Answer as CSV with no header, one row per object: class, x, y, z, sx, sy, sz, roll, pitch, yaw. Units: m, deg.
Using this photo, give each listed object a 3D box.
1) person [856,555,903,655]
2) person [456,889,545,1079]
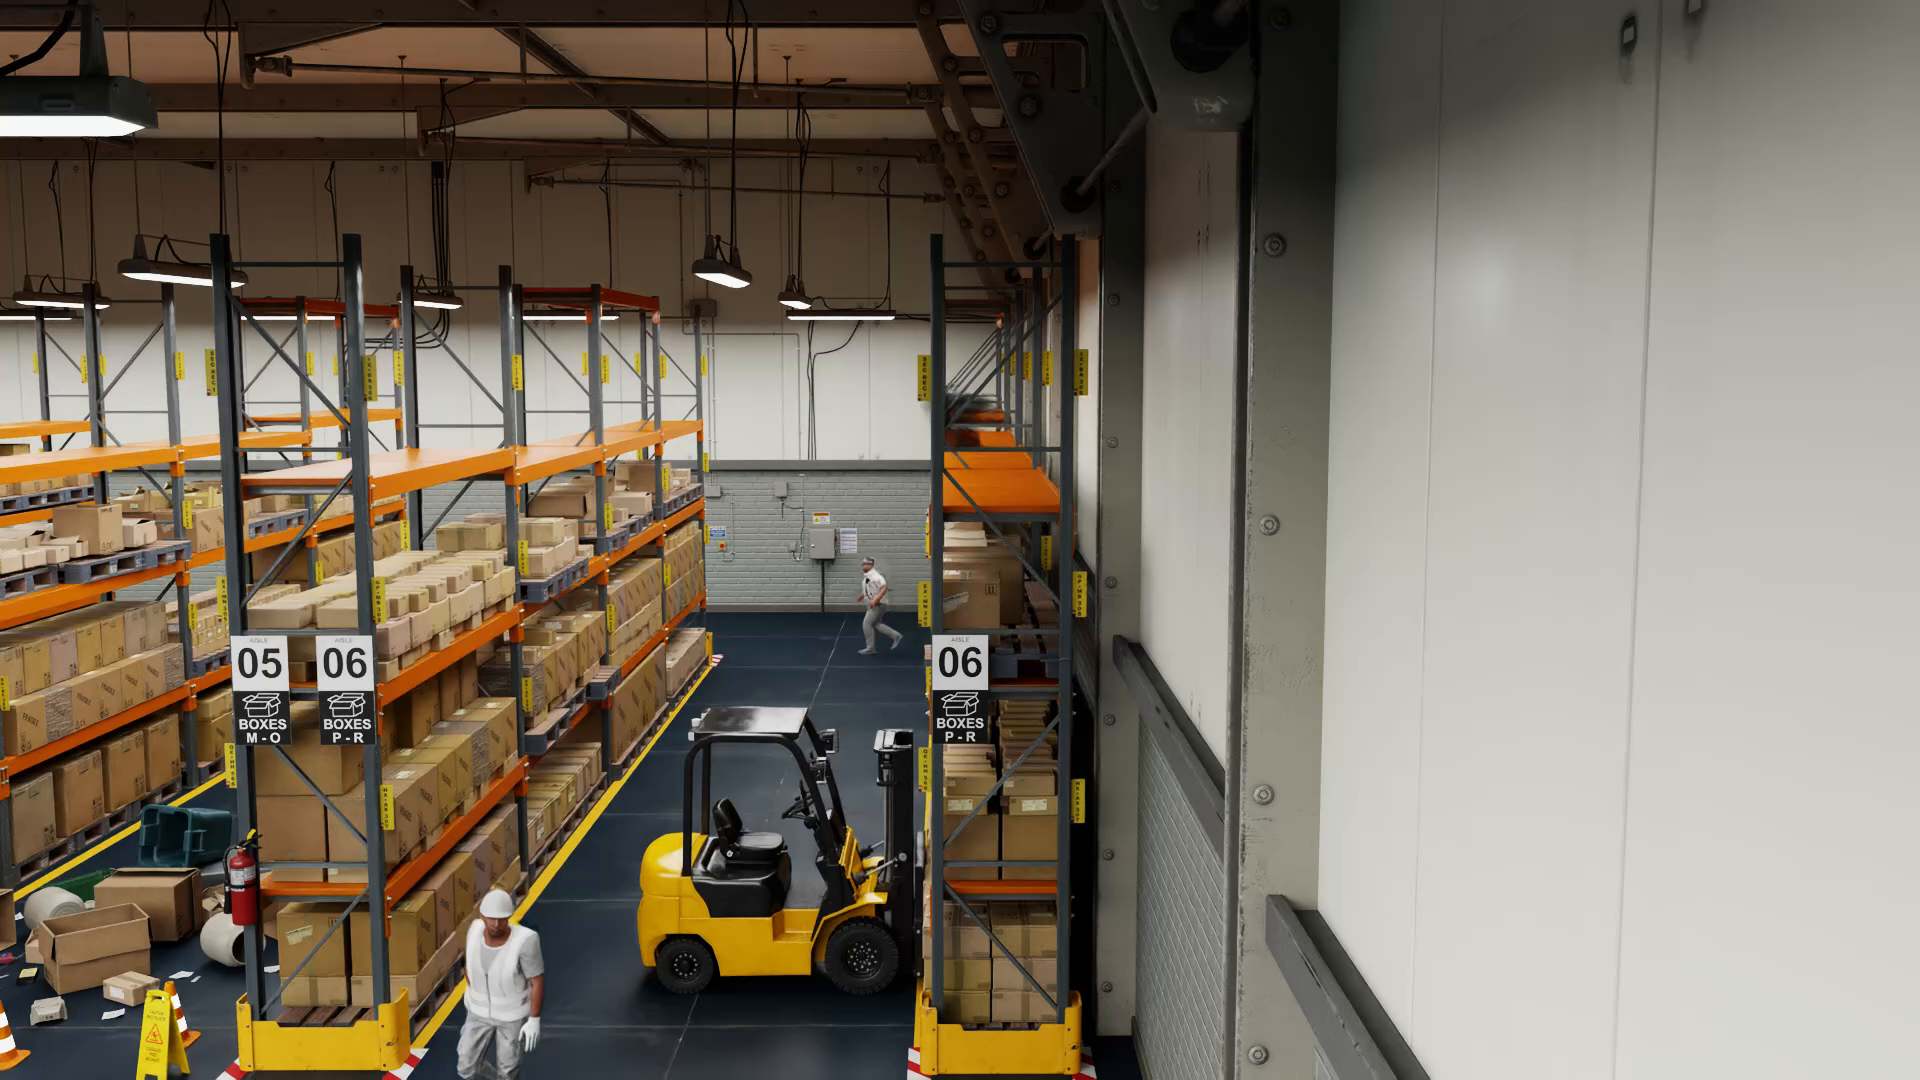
person,-1.391,1.115,28.988,0.827,1.735,0.660,-1,6,-13
person,-3.029,3.101,10.946,0.702,1.743,0.597,1,6,12
